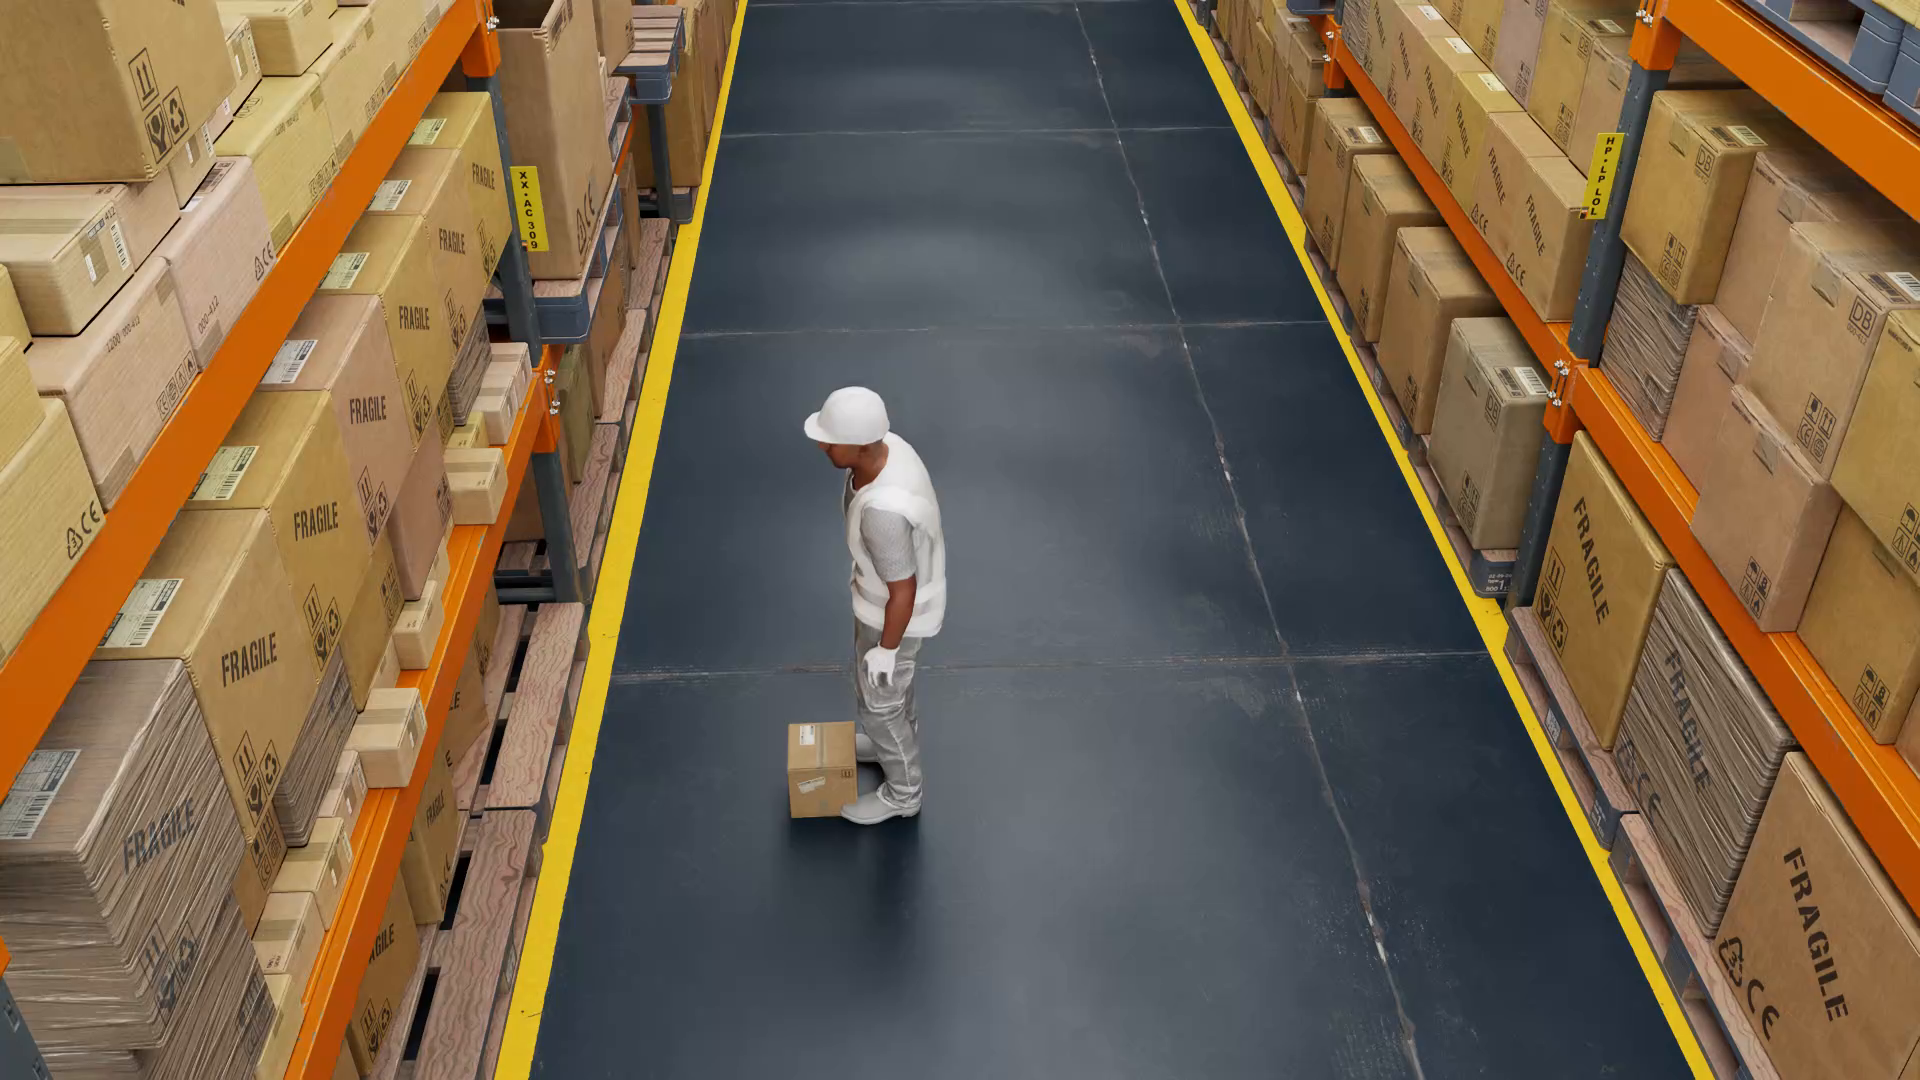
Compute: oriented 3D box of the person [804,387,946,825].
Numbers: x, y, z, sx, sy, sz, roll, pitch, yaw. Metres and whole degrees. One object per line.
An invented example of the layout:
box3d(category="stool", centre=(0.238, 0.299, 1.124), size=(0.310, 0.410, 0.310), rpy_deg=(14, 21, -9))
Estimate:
box3d(category="person", centre=(-0.279, 0.229, 5.808), size=(0.452, 1.773, 0.625), rpy_deg=(-4, 35, -5))
